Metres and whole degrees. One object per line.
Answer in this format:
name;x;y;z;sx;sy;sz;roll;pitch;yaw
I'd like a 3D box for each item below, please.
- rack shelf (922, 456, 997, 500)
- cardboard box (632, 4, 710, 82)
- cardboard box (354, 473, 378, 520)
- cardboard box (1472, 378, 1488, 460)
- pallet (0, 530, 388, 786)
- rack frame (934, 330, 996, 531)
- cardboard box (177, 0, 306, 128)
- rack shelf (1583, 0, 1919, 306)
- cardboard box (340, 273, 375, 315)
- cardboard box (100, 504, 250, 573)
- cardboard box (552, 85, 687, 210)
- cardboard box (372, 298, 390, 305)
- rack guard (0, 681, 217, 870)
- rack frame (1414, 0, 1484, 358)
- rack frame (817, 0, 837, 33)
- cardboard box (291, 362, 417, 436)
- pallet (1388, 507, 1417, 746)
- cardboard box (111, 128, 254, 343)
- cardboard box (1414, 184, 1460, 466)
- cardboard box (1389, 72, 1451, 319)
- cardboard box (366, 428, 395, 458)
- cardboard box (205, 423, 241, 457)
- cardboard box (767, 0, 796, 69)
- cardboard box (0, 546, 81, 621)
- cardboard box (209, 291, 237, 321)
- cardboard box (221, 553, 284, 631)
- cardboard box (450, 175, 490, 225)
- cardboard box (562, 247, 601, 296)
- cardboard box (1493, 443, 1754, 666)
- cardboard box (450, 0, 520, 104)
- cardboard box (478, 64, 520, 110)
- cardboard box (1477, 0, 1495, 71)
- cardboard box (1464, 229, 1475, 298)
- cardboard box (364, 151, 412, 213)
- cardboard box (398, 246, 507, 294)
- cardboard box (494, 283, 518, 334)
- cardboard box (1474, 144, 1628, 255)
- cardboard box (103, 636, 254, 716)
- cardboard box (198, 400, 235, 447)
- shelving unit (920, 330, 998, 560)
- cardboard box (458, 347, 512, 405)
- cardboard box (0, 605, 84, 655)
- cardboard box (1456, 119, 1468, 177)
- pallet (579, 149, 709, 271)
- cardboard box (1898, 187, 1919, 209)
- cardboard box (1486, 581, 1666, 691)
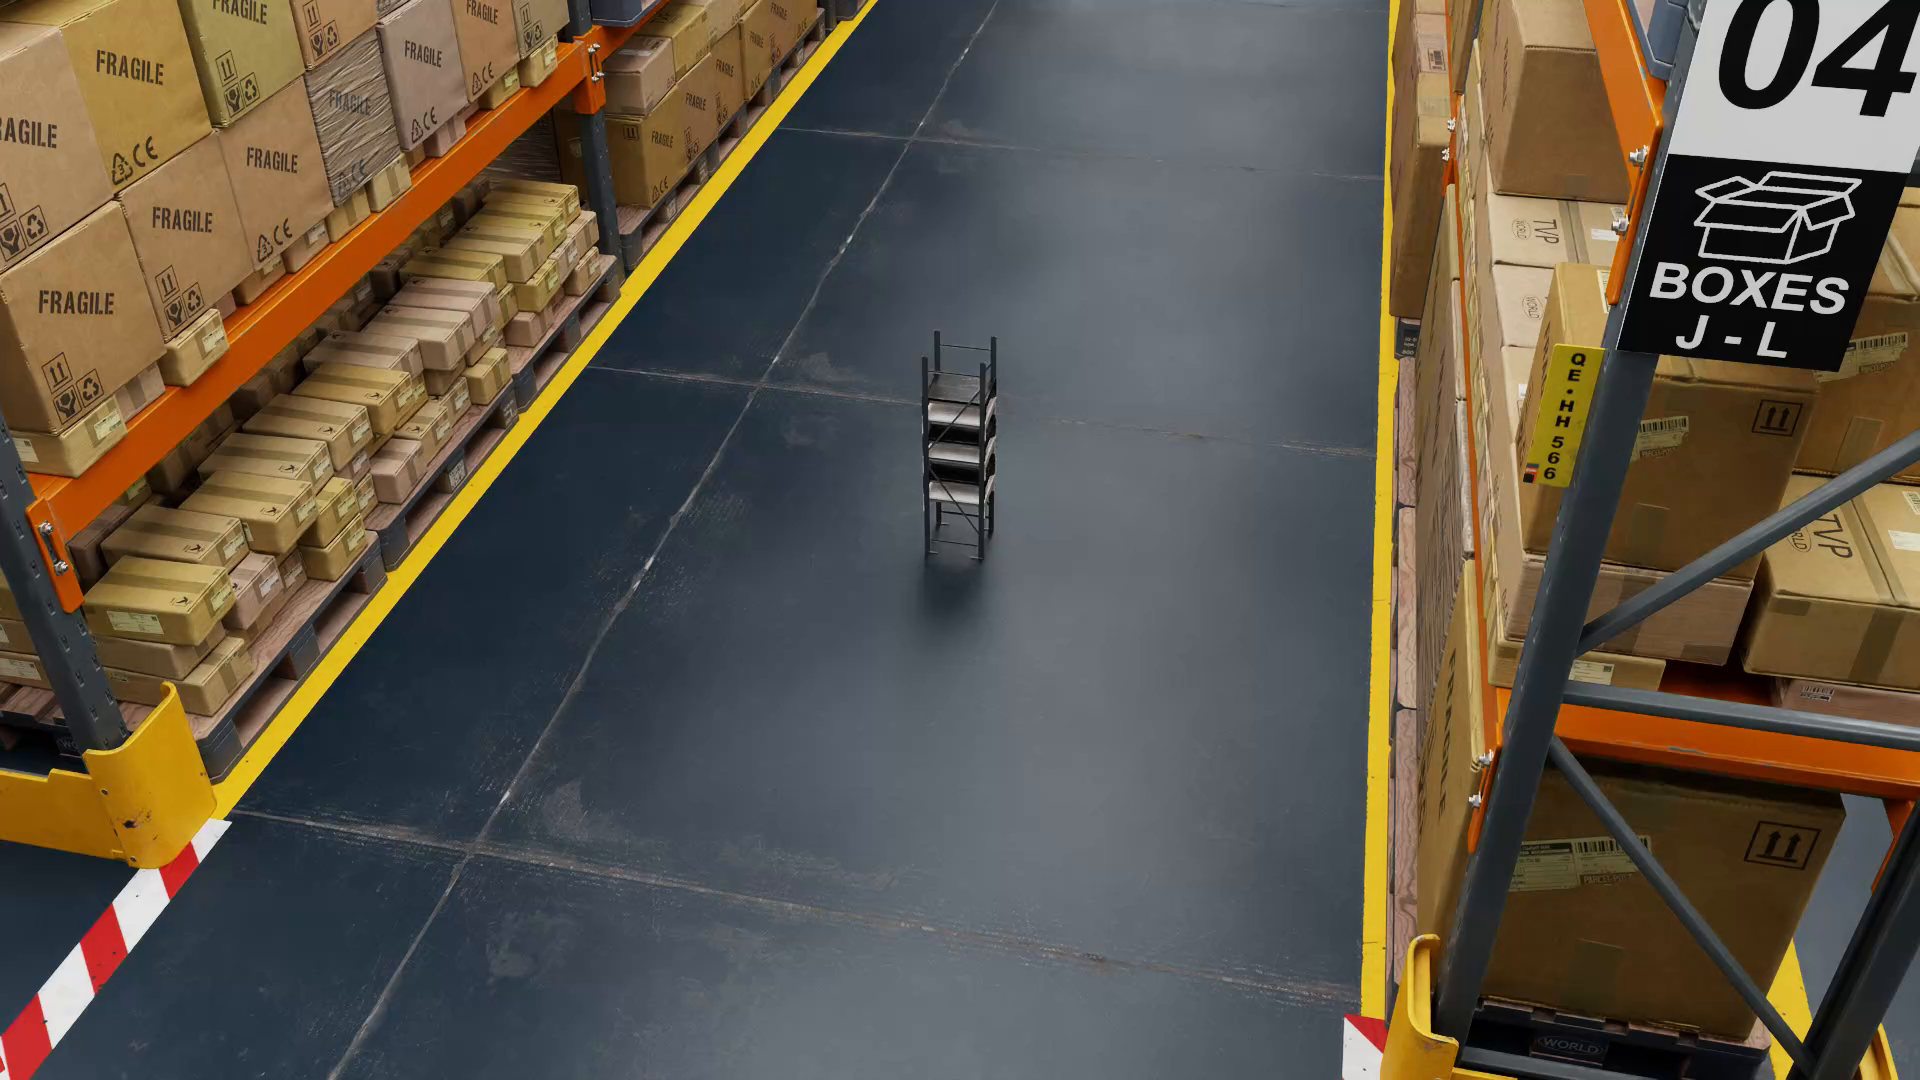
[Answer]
rack shelf;-0.002;-0.260;6.552;0.258;0.077;0.200;7;37;10
cardboard box;-1.700;-2.736;9.102;0.500;0.250;0.500;8;37;11
cardboard box;-2.512;-0.155;6.480;0.380;0.149;0.250;7;37;10
cardboard box;1.713;-0.335;4.870;0.380;0.149;0.250;7;36;9
pallet;-2.858;0.339;6.102;1.003;0.211;1.213;7;37;10
rack frame;0.020;-0.418;6.560;0.240;0.900;0.006;7;37;10
cardboard box;-2.492;-1.660;5.294;0.500;0.500;0.500;7;36;9
rack shelf;2.169;-1.675;4.562;1.077;0.370;4.000;7;37;10
cardboard box;-2.794;-1.073;7.240;0.380;0.149;0.250;8;37;11
cardboard box;-2.697;0.028;5.720;0.380;0.149;0.250;8;37;11
cardboard box;-1.811;-2.126;8.900;0.500;0.500;0.500;9;37;12
cardboard box;-2.661;-1.092;7.518;0.380;0.149;0.250;6;36;8
rack guard;-3.066;0.684;5.381;1.175;0.500;0.348;7;37;10
rack frame;2.596;-1.898;6.813;1.000;3.000;0.127;7;37;10
rack frame;-1.373;-4.871;10.915;1.000;3.000;0.127;7;37;10
cardboard box;-2.376;-0.556;6.526;0.380;0.149;0.250;8;37;11
pallet;2.099;0.358;6.076;1.003;0.211;1.213;7;37;10
cardboard box;-2.627;-0.979;5.206;0.500;0.500;0.500;7;37;10
cardboard box;2.377;-0.840;6.805;0.875;0.875;0.875;7;37;10
cardboard box;2.713;-1.578;7.823;1.225;0.875;0.875;7;37;10
cardboard box;-2.498;-0.449;6.631;0.380;0.149;0.250;9;37;12
cardboard box;-3.041;-0.356;6.503;0.380;0.149;0.250;8;37;11
cardboard box;-1.373;-3.322;10.550;0.500;0.500;0.500;9;37;12
cardboard box;-3.217;0.123;5.588;0.380;0.149;0.250;8;37;11
cardboard box;-2.647;-0.792;5.501;0.380;0.149;0.250;9;37;12
cardboard box;-2.606;0.161;5.790;0.380;0.149;0.250;7;37;10
cardboard box;-2.504;-1.663;8.053;0.380;0.149;0.250;9;37;12
cardboard box;-1.979;-1.326;8.095;0.380;0.149;0.250;8;37;11
cardboard box;1.586;0.024;4.035;0.500;0.250;0.500;7;36;9
cardboard box;-2.167;-2.129;6.792;0.500;0.500;0.500;6;36;9
cardboard box;-2.124;-1.976;7.135;0.380;0.149;0.250;9;37;12
cardboard box;2.244;-2.019;6.215;0.500;0.500;0.500;7;37;10
cardboard box;1.932;-0.926;5.685;0.380;0.149;0.250;8;37;11
cardboard box;-2.324;-1.378;6.309;0.380;0.149;0.250;8;37;11
cardboard box;-2.243;-1.164;7.365;0.380;0.149;0.250;8;37;11
cardboard box;-2.219;-1.050;7.461;0.380;0.149;0.250;8;37;10
cardboard box;2.024;-1.139;5.640;0.500;0.250;0.500;8;37;11
cardboard box;-2.657;0.439;5.660;0.380;0.149;0.250;8;37;11
cardboard box;-3.055;-0.480;6.420;0.380;0.149;0.250;9;37;12
shelving unit;-0.002;-0.360;6.479;0.258;0.900;0.210;7;37;10
cardboard box;-2.200;-0.733;7.277;0.380;0.149;0.250;7;37;10
cardboard box;-3.248;0.241;5.680;0.380;0.149;0.250;6;36;9
cardboard box;2.152;-1.518;6.503;0.380;0.149;0.250;6;36;8
pallet;-2.063;-1.896;9.186;1.003;0.211;1.213;7;37;10
cardboard box;2.320;-0.794;4.525;0.500;0.500;0.500;6;36;9
cardboard box;1.496;0.251;4.062;0.380;0.149;0.250;8;37;11
